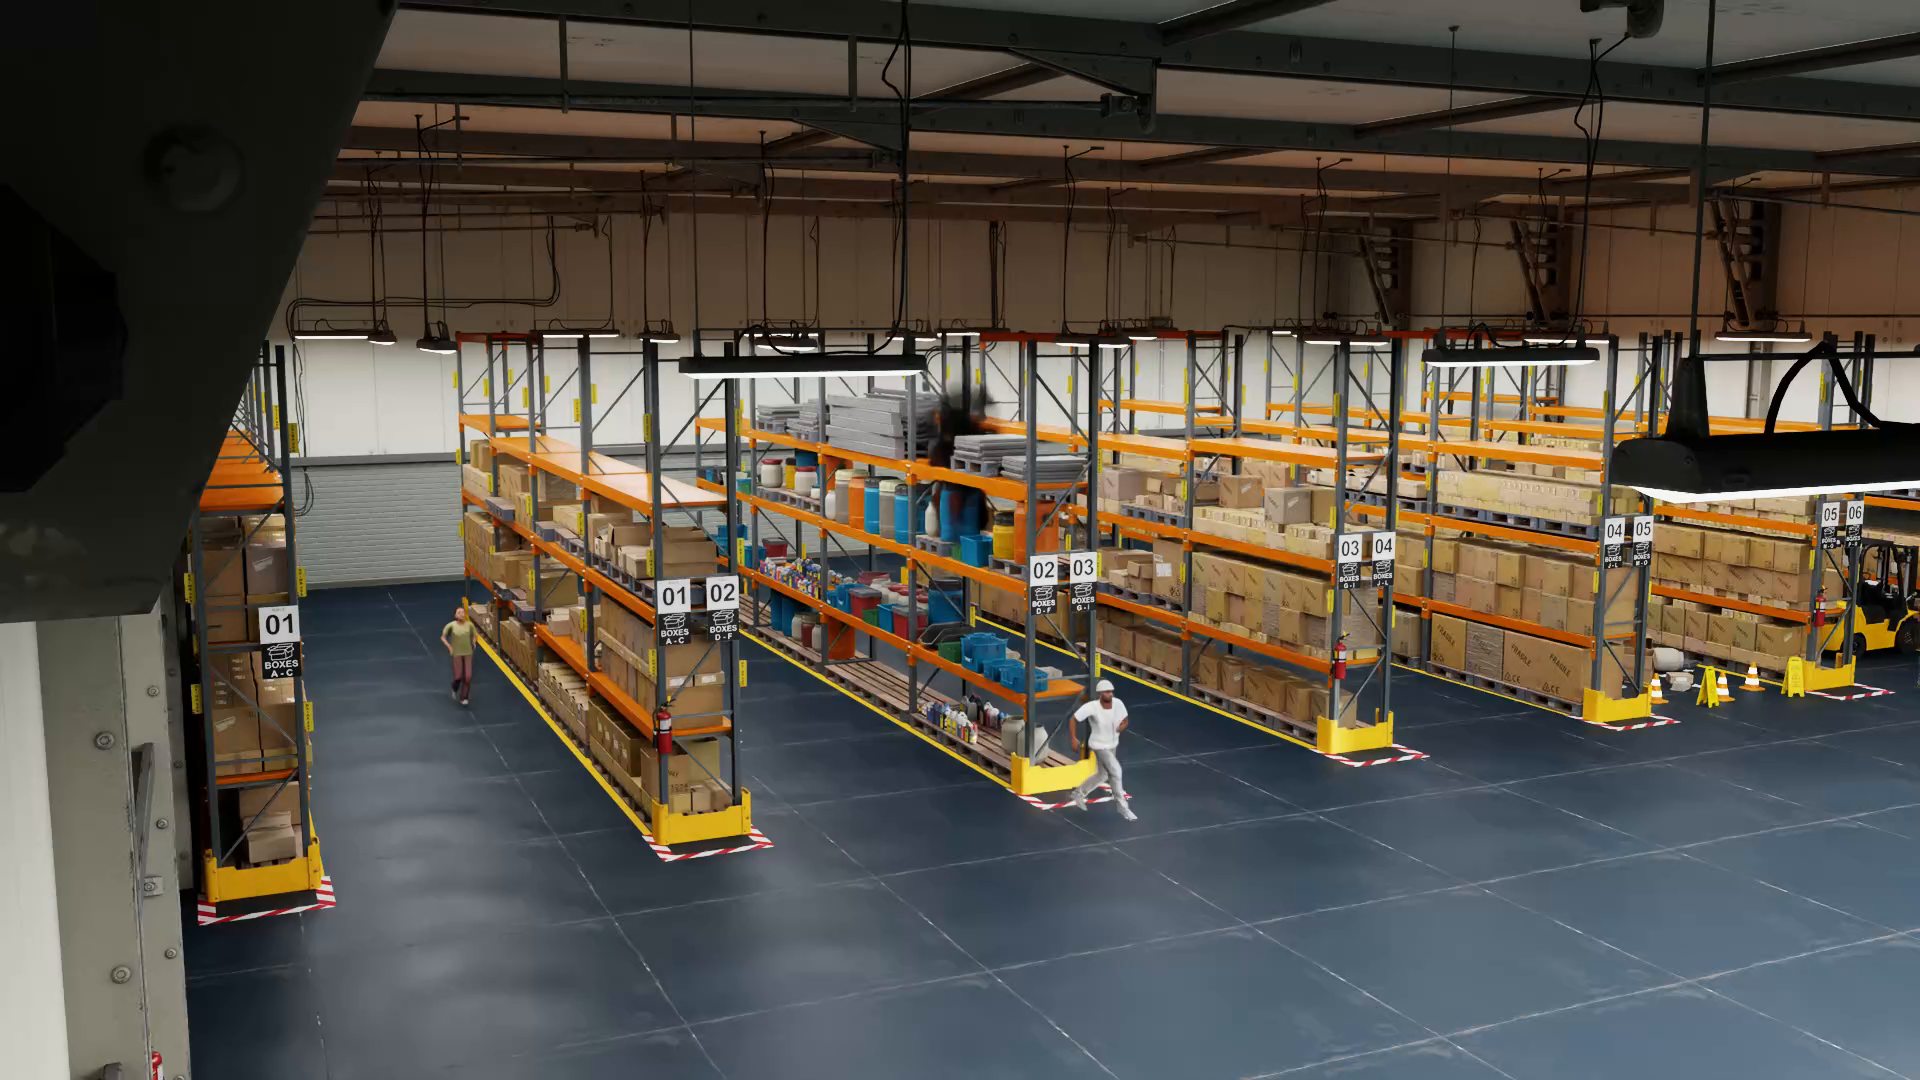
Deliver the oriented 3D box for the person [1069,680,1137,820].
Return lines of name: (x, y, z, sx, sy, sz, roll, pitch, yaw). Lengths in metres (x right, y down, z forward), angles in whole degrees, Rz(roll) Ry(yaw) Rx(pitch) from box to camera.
person: (1.827, 2.645, 21.041, 0.851, 1.782, 0.751, 6, 10, 39)

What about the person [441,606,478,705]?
person: (-8.123, 1.892, 27.122, 0.576, 1.591, 0.557, -4, 9, -29)

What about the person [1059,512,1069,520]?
person: (2.507, -0.109, 41.542, 0.553, 1.694, 0.745, -2, 8, -12)
